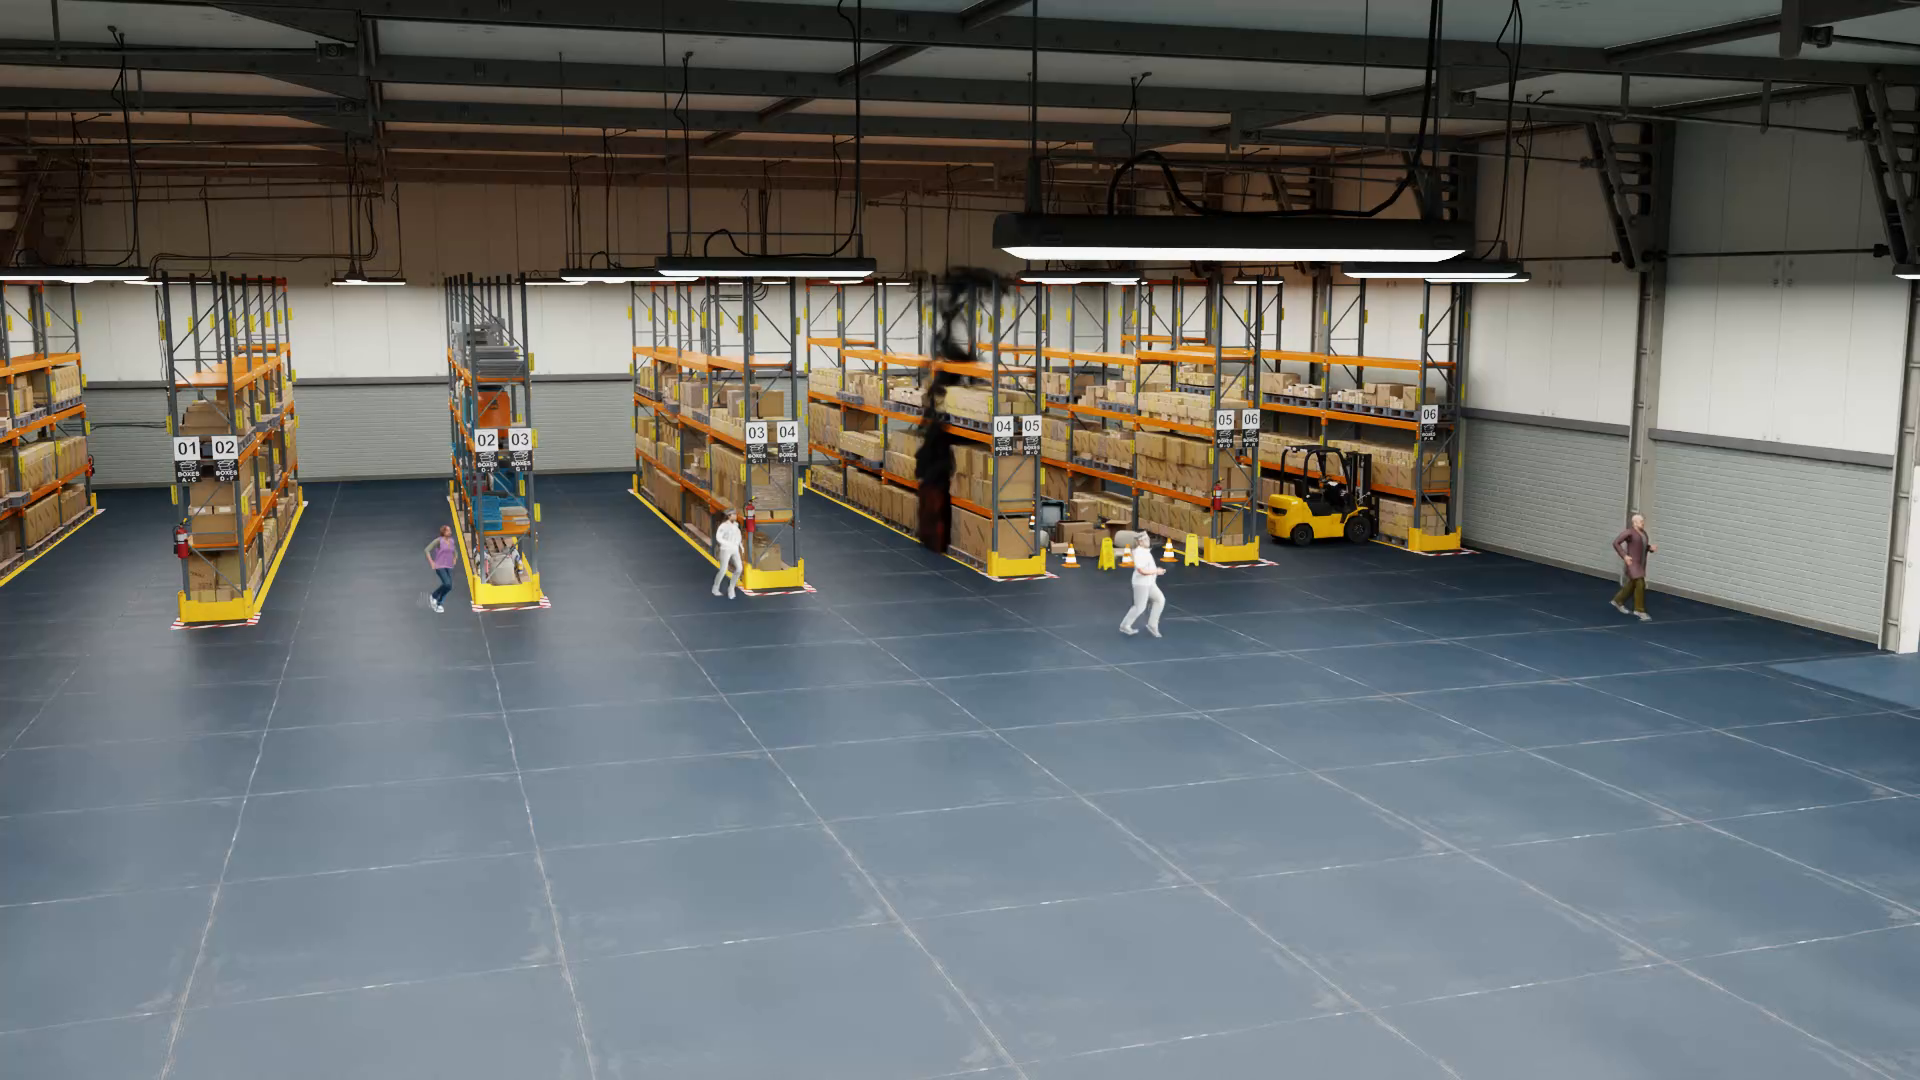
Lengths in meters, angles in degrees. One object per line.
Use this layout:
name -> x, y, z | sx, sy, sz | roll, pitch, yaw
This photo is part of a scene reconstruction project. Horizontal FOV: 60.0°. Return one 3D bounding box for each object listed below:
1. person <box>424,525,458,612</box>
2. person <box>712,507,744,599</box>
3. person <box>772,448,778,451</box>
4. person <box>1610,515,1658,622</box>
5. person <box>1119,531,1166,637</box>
person -> -9.167, 0.509, 29.640 | 0.469, 1.549, 0.555 | 5, 10, 32
person -> -4.282, 0.235, 31.052 | 0.612, 1.708, 0.678 | 8, 12, 43
person -> -5.581, -2.463, 48.744 | 0.870, 1.694, 0.661 | 4, 9, 24
person -> 11.786, 0.467, 29.070 | 0.694, 1.823, 0.876 | -7, 11, -38
person -> 3.036, 0.744, 27.497 | 0.767, 1.827, 0.670 | 3, 9, 19
